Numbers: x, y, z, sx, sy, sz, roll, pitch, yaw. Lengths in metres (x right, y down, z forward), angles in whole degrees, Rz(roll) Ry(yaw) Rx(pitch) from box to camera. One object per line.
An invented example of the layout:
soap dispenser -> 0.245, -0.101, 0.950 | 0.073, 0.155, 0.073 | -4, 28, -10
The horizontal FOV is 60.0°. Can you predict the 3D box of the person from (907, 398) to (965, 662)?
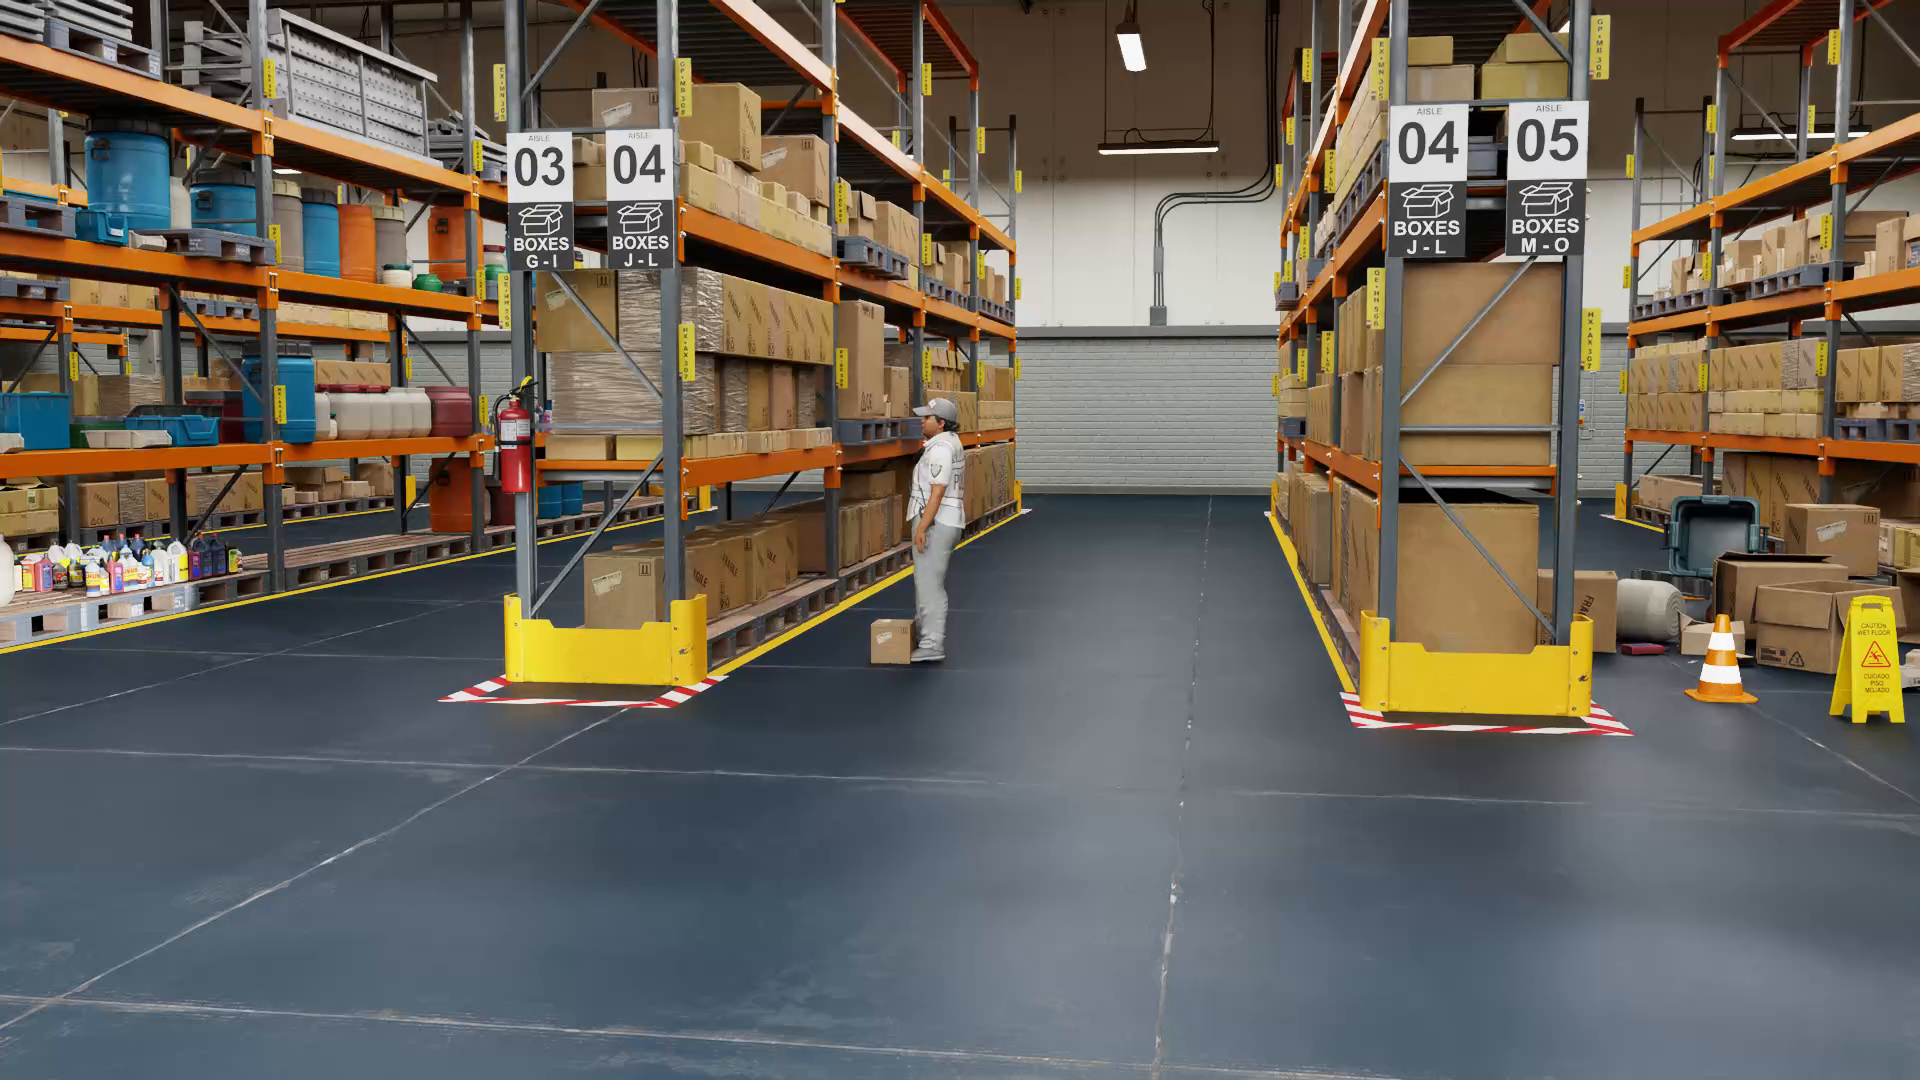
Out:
person -> -0.232, -0.068, 10.588 | 0.529, 1.671, 0.599 | 1, 5, 9
